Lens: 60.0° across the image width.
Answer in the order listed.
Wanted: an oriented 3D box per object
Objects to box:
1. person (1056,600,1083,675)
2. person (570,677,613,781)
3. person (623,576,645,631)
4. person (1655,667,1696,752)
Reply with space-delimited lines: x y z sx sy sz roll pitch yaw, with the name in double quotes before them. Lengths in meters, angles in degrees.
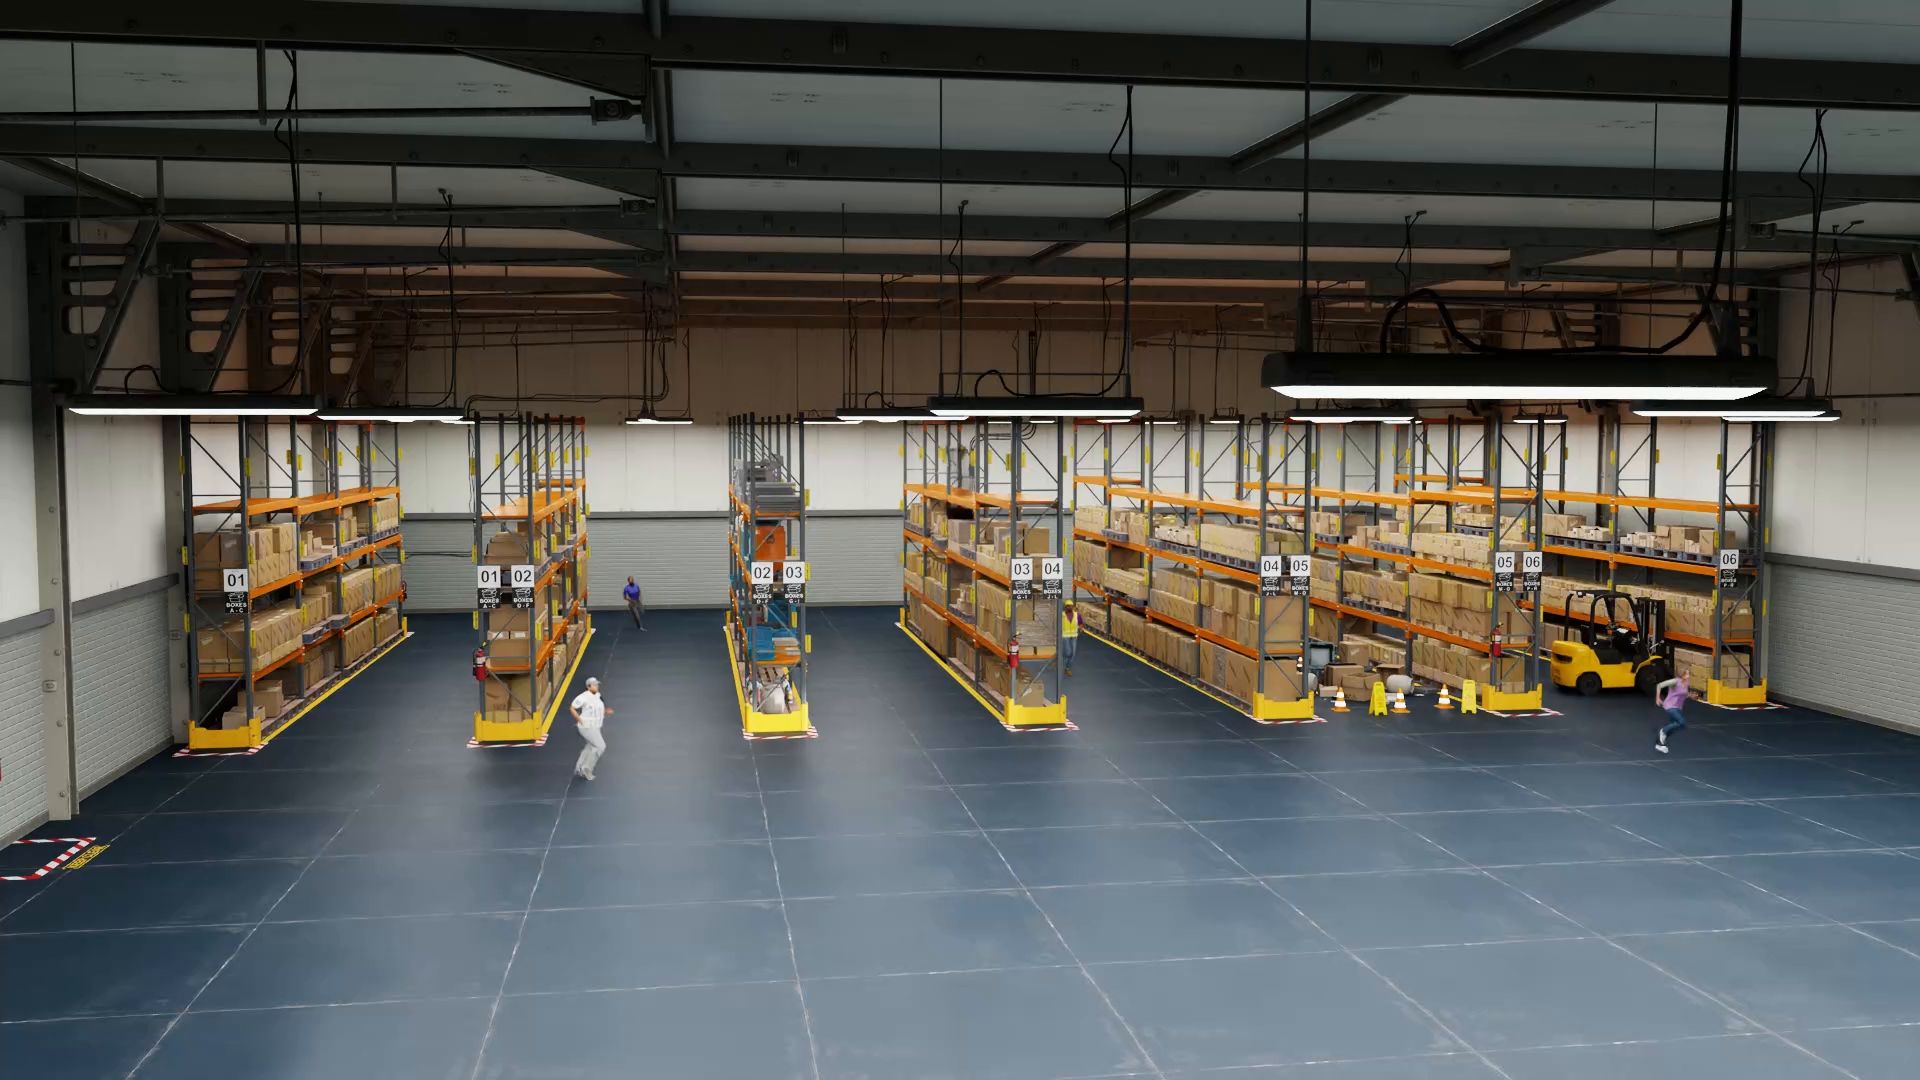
"person" 2.535 2.250 38.434 0.686 1.731 0.617 -1 4 -15
"person" -5.974 3.074 27.041 0.680 1.692 0.576 1 4 15
"person" -9.102 1.782 46.472 0.648 1.567 0.542 -3 5 -37
"person" 12.548 2.977 29.168 0.524 1.525 0.721 -3 5 -36
